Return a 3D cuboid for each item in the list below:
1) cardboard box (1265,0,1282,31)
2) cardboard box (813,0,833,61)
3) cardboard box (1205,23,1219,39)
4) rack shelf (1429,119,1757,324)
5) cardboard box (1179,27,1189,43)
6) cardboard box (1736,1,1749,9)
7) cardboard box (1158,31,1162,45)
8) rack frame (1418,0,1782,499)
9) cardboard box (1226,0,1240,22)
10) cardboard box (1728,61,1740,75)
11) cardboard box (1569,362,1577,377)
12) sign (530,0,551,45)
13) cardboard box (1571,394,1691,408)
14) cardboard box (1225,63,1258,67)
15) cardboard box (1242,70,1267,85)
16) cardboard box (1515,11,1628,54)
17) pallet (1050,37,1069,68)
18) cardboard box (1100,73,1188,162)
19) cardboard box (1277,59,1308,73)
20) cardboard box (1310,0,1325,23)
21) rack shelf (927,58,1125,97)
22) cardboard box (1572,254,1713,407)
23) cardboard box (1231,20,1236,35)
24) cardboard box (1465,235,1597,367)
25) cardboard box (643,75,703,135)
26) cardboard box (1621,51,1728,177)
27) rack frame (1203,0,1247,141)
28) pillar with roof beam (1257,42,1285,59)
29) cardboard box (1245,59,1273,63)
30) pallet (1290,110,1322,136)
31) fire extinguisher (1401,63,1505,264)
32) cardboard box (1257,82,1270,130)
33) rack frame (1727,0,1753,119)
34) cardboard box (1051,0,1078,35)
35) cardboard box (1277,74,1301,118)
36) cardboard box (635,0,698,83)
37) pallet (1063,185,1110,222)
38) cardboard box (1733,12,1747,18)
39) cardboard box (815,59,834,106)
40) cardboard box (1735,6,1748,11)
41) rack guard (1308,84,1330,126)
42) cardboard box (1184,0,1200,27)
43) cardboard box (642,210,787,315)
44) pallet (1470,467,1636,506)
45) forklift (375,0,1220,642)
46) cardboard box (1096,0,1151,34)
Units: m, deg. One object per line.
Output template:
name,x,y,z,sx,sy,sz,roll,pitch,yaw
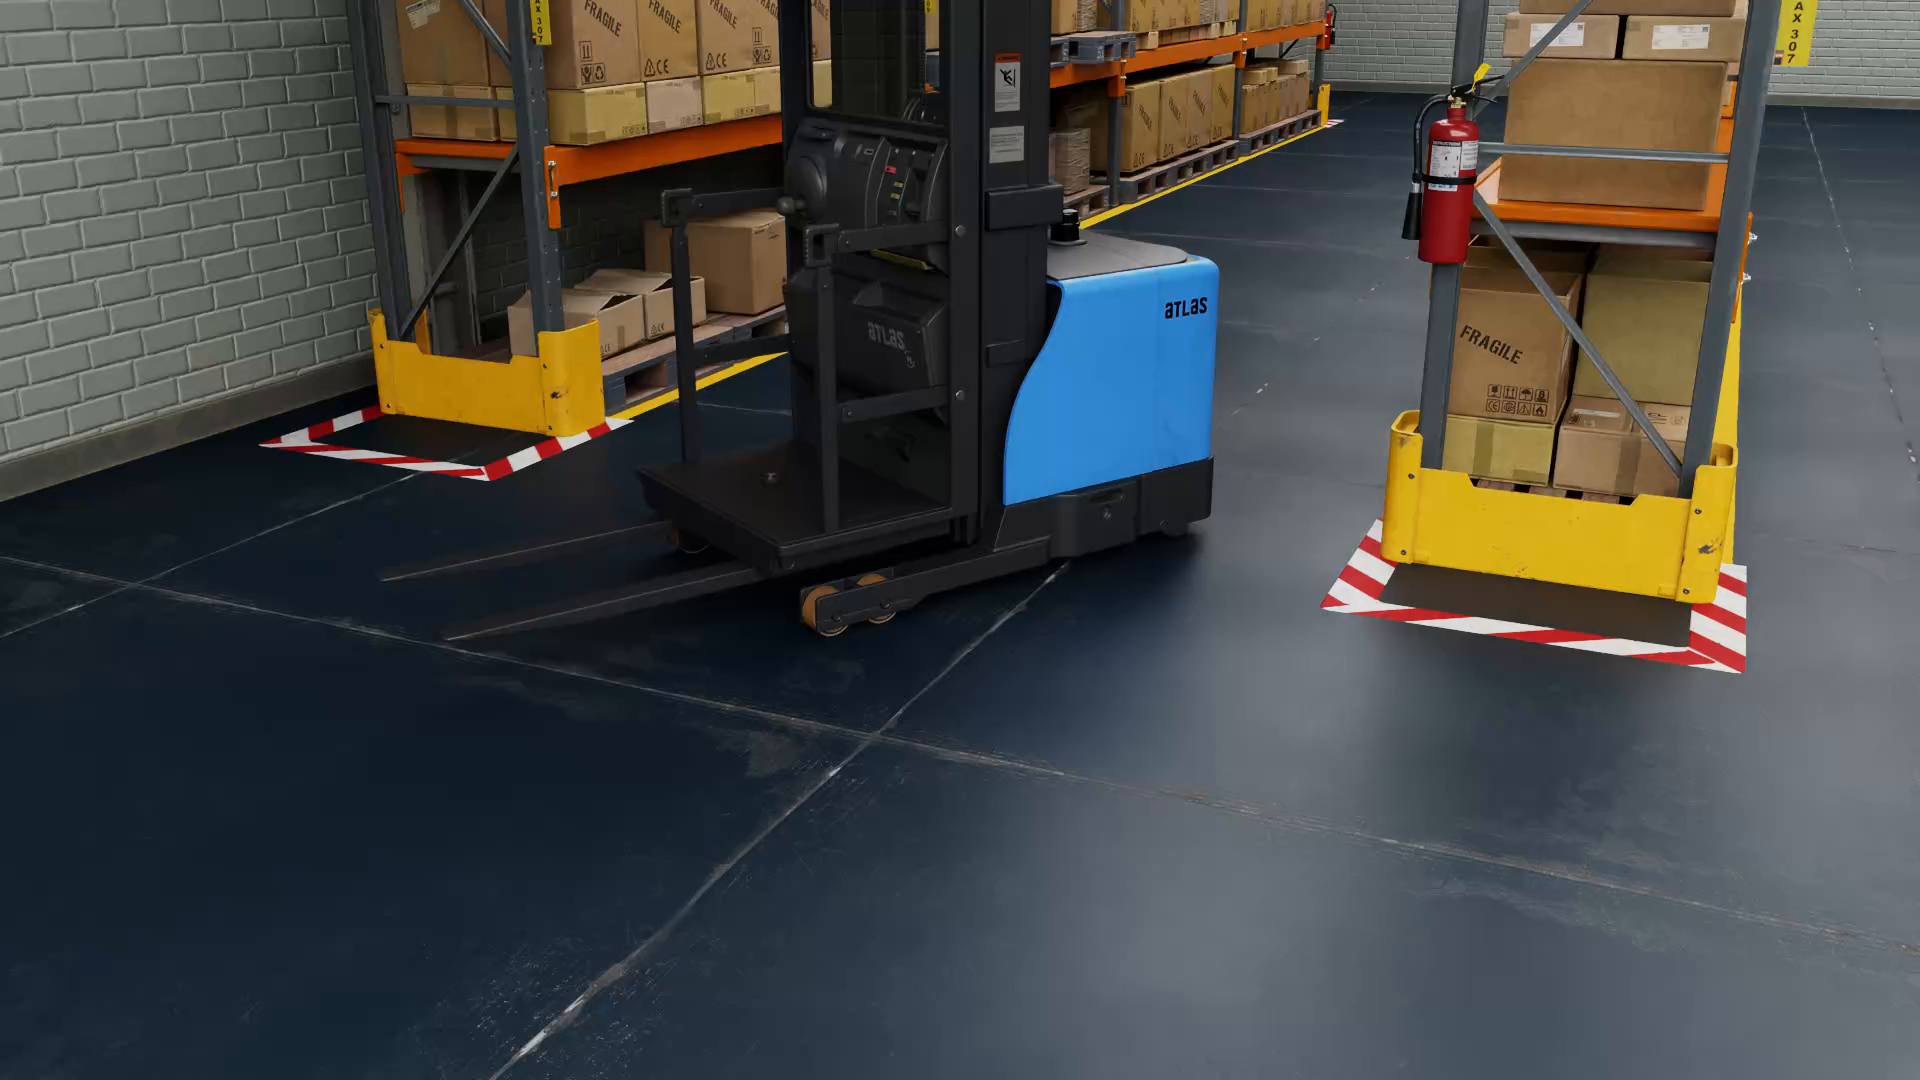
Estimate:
cardboard box,3.119,-6.196,18.967,0.980,0.700,0.700,8,21,21
cardboard box,-1.024,-3.022,9.566,0.500,0.500,0.500,8,21,21
cardboard box,2.415,-5.175,16.890,0.380,0.149,0.250,9,21,23
rack shelf,3.004,-1.594,7.549,1.077,0.370,4.000,9,21,23
cardboard box,2.019,-4.956,16.272,0.380,0.149,0.250,9,22,24
cardboard box,3.280,-2.315,7.385,0.380,0.149,0.250,9,22,24
cardboard box,1.673,-4.726,15.625,0.380,0.149,0.250,9,21,24
rack frame,2.185,-1.322,5.709,1.000,3.000,0.127,9,21,23
cardboard box,2.619,-5.690,17.368,0.500,0.500,0.500,8,21,22
cardboard box,5.345,-3.336,11.748,0.380,0.149,0.250,9,21,23
cardboard box,2.532,-0.736,7.539,0.500,0.250,0.500,9,21,23
sign,-1.840,-2.334,7.263,0.100,0.325,0.005,9,21,23
cardboard box,2.809,-0.511,6.906,0.500,0.250,0.500,9,21,23
cardboard box,3.372,-5.667,20.064,0.380,0.149,0.250,9,21,23
cardboard box,3.285,-5.289,18.999,0.380,0.149,0.250,9,22,25
cardboard box,2.274,-1.898,6.211,0.380,0.149,0.250,9,22,24
pallet,0.167,-3.745,12.808,1.003,0.211,1.213,9,21,23
cardboard box,1.726,-4.105,16.115,0.750,0.750,0.750,8,21,22
cardboard box,4.135,-5.925,20.789,0.380,0.149,0.250,8,21,22
cardboard box,4.017,-6.876,20.878,0.980,0.700,0.700,10,22,25
rack shelf,0.121,-3.496,12.895,1.077,0.370,4.000,9,21,23
cardboard box,2.811,-0.864,6.779,0.500,0.500,0.500,9,21,23
cardboard box,2.698,-5.418,17.571,0.380,0.149,0.250,9,21,23
cardboard box,2.530,-1.090,7.415,0.500,0.500,0.500,9,21,23
cardboard box,-1.646,-2.205,8.388,0.500,0.250,0.500,8,21,21
cardboard box,2.599,-1.671,6.542,0.700,0.500,0.500,9,22,24
rack frame,2.578,-5.669,17.932,1.000,3.000,0.127,9,21,23
pillar with roof beam,8.460,-10.071,21.359,9.100,9.000,0.400,9,21,23
cardboard box,3.683,-5.900,20.719,0.380,0.149,0.250,9,21,23
pallet,3.960,-5.322,21.120,1.003,0.211,1.213,9,21,23
fire extinguisher,1.713,-1.313,5.800,0.296,0.674,0.183,9,21,23
cardboard box,3.187,-5.057,19.314,0.700,0.500,0.500,8,21,22
rack frame,3.823,-2.545,9.147,1.000,3.000,0.127,9,21,23
cardboard box,0.553,-4.381,13.504,0.700,0.500,0.500,6,21,18
cardboard box,3.816,-5.531,20.648,0.700,0.500,0.500,8,21,23
cardboard box,-1.654,-2.547,8.229,0.500,0.500,0.500,9,21,23
pallet,0.619,-2.893,14.290,1.003,0.211,1.213,9,21,23
cardboard box,2.648,-1.846,6.066,0.380,0.149,0.250,8,21,21
cardboard box,-1.018,-2.669,9.690,0.500,0.250,0.500,8,21,22
cardboard box,2.964,-2.081,6.726,0.380,0.149,0.250,8,21,21
rack guard,4.226,-5.721,21.810,1.175,0.500,0.348,9,21,23
cardboard box,2.006,-5.227,16.066,0.500,0.500,0.500,9,22,24
cardboard box,-1.391,-1.621,9.624,0.700,0.500,0.500,7,21,19
pallet,2.460,-0.248,6.850,1.003,0.211,1.213,9,21,23
forklift,-0.505,-1.259,5.635,3.031,2.935,1.130,-14,24,-33
cardboard box,1.373,-4.756,14.742,0.500,0.500,0.500,9,22,24
